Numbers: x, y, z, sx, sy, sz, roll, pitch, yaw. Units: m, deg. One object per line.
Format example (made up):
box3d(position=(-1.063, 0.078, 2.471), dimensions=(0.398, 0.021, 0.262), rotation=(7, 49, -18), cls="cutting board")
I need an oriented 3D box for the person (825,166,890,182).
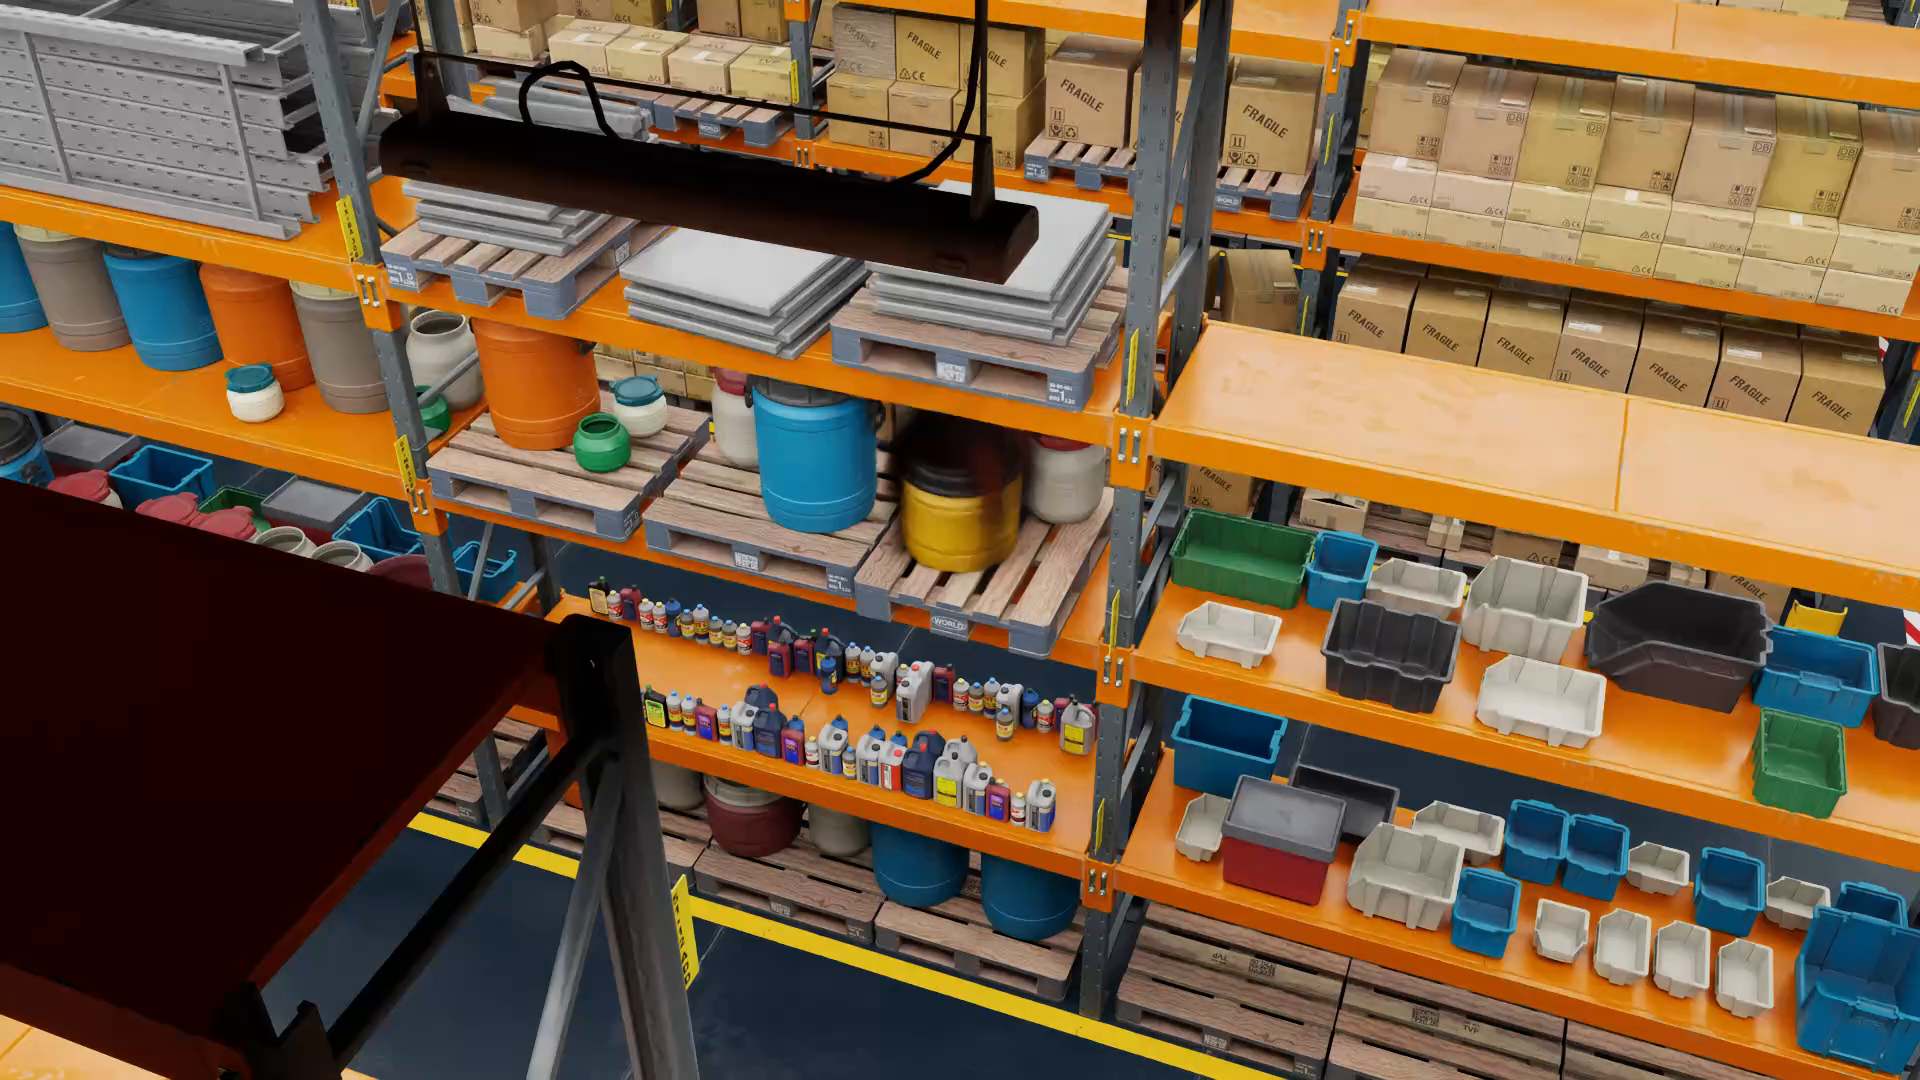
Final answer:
box3d(position=(-1.057, -3.795, 17.058), dimensions=(0.545, 1.803, 0.593), rotation=(26, 44, 31), cls="person")
